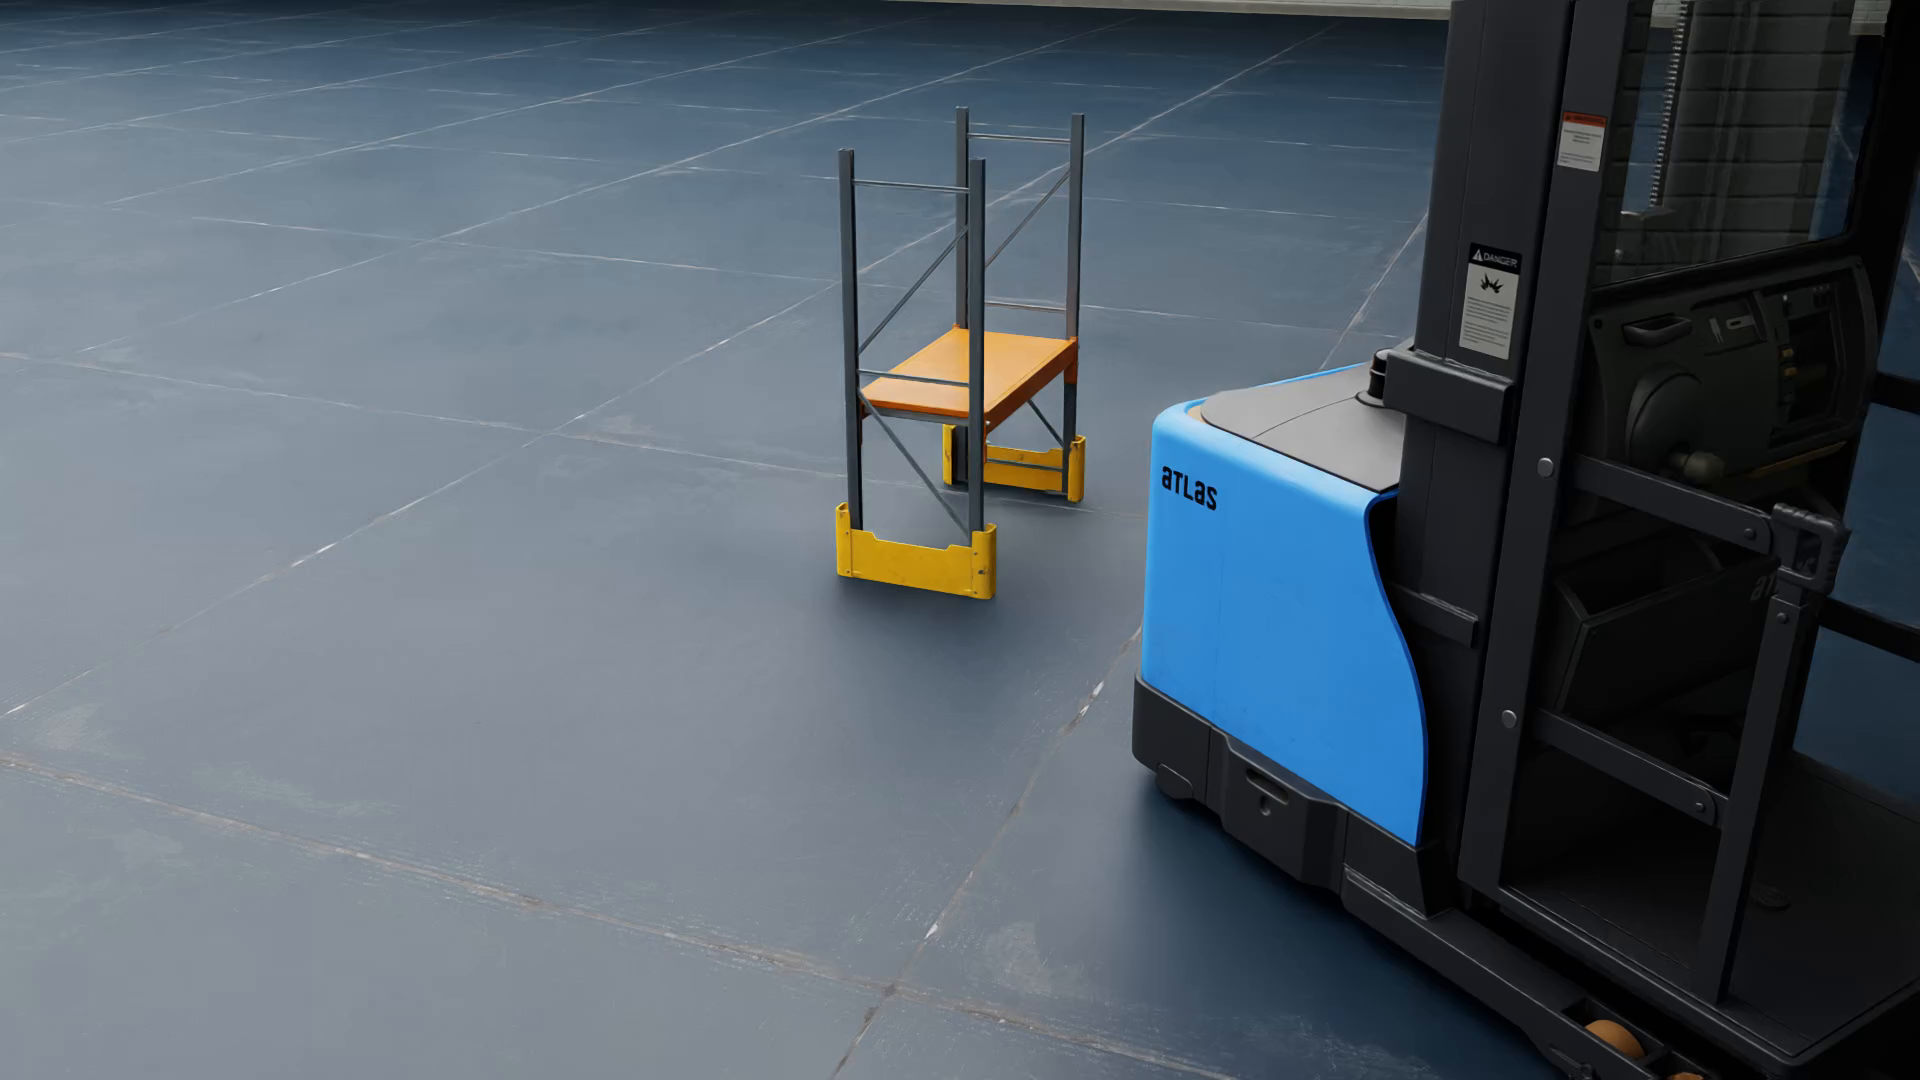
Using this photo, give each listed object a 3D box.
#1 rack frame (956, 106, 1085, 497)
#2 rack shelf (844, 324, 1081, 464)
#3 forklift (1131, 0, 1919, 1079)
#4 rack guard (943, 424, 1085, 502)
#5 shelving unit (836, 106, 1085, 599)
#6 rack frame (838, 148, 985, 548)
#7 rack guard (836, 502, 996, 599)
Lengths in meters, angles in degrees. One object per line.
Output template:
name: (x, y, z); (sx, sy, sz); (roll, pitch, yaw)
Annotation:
rack frame: (0.221, -0.904, 6.470); (0.500, 1.500, 0.032); (9, 24, 20)
rack shelf: (0.032, -0.557, 6.103); (0.538, 0.185, 1.000); (9, 24, 20)
forklift: (1.709, -0.330, 3.237); (1.130, 2.935, 3.031); (-14, 27, -30)
rack guard: (0.213, -0.321, 6.694); (0.587, 0.250, 0.087); (9, 24, 20)
shelving unit: (0.028, -0.719, 6.026); (0.587, 1.500, 1.083); (9, 24, 20)
rack frame: (-0.157, -0.541, 5.599); (0.500, 1.500, 0.032); (9, 24, 20)
rack guard: (-0.157, 0.036, 5.840); (0.587, 0.250, 0.087); (9, 24, 20)
